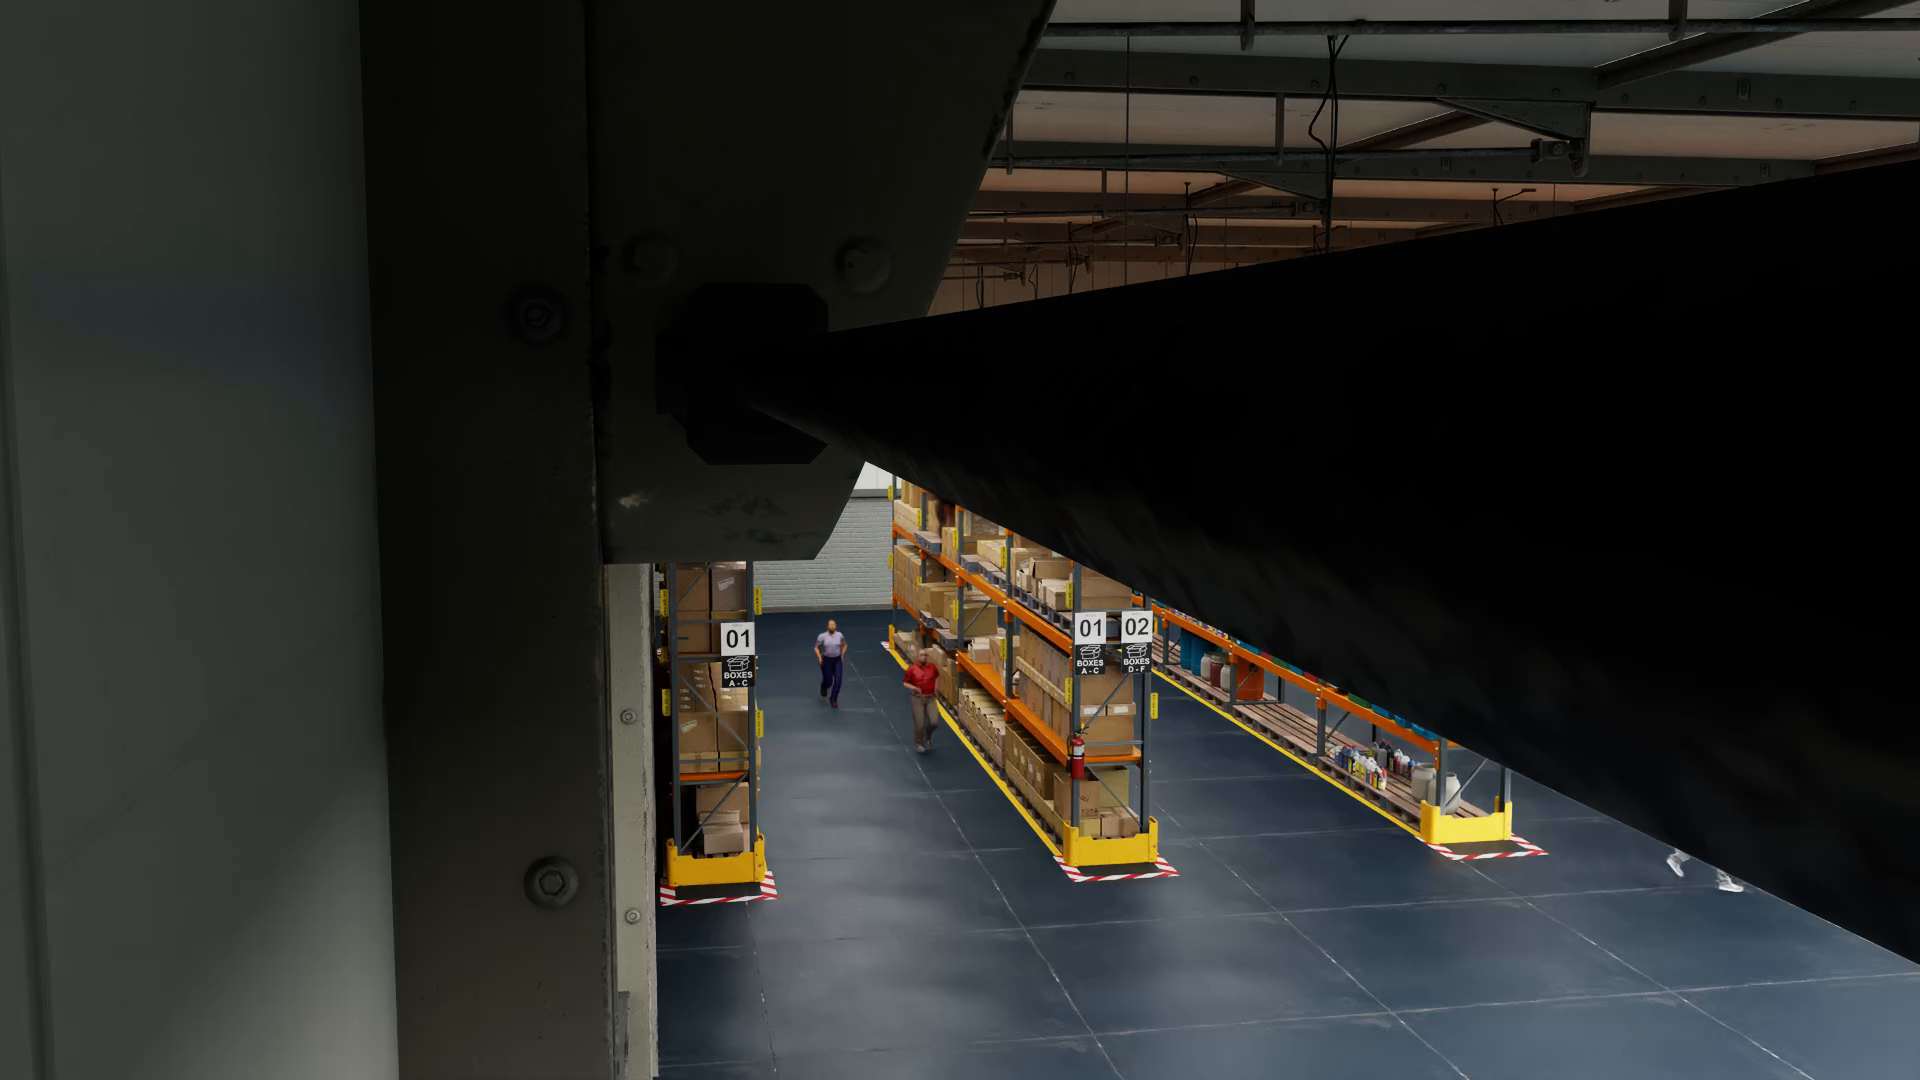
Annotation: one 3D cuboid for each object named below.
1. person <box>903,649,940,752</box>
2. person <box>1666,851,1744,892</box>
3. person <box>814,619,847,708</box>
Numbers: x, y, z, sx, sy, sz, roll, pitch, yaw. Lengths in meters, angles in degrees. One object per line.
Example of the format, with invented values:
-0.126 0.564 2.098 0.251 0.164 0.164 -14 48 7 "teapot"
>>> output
-0.565 2.603 26.725 0.648 1.697 0.613 -2 6 -18 "person"
8.933 3.389 19.876 0.859 1.574 0.545 2 7 20 "person"
-2.361 2.251 30.543 0.614 1.609 0.574 -2 6 -17 "person"
